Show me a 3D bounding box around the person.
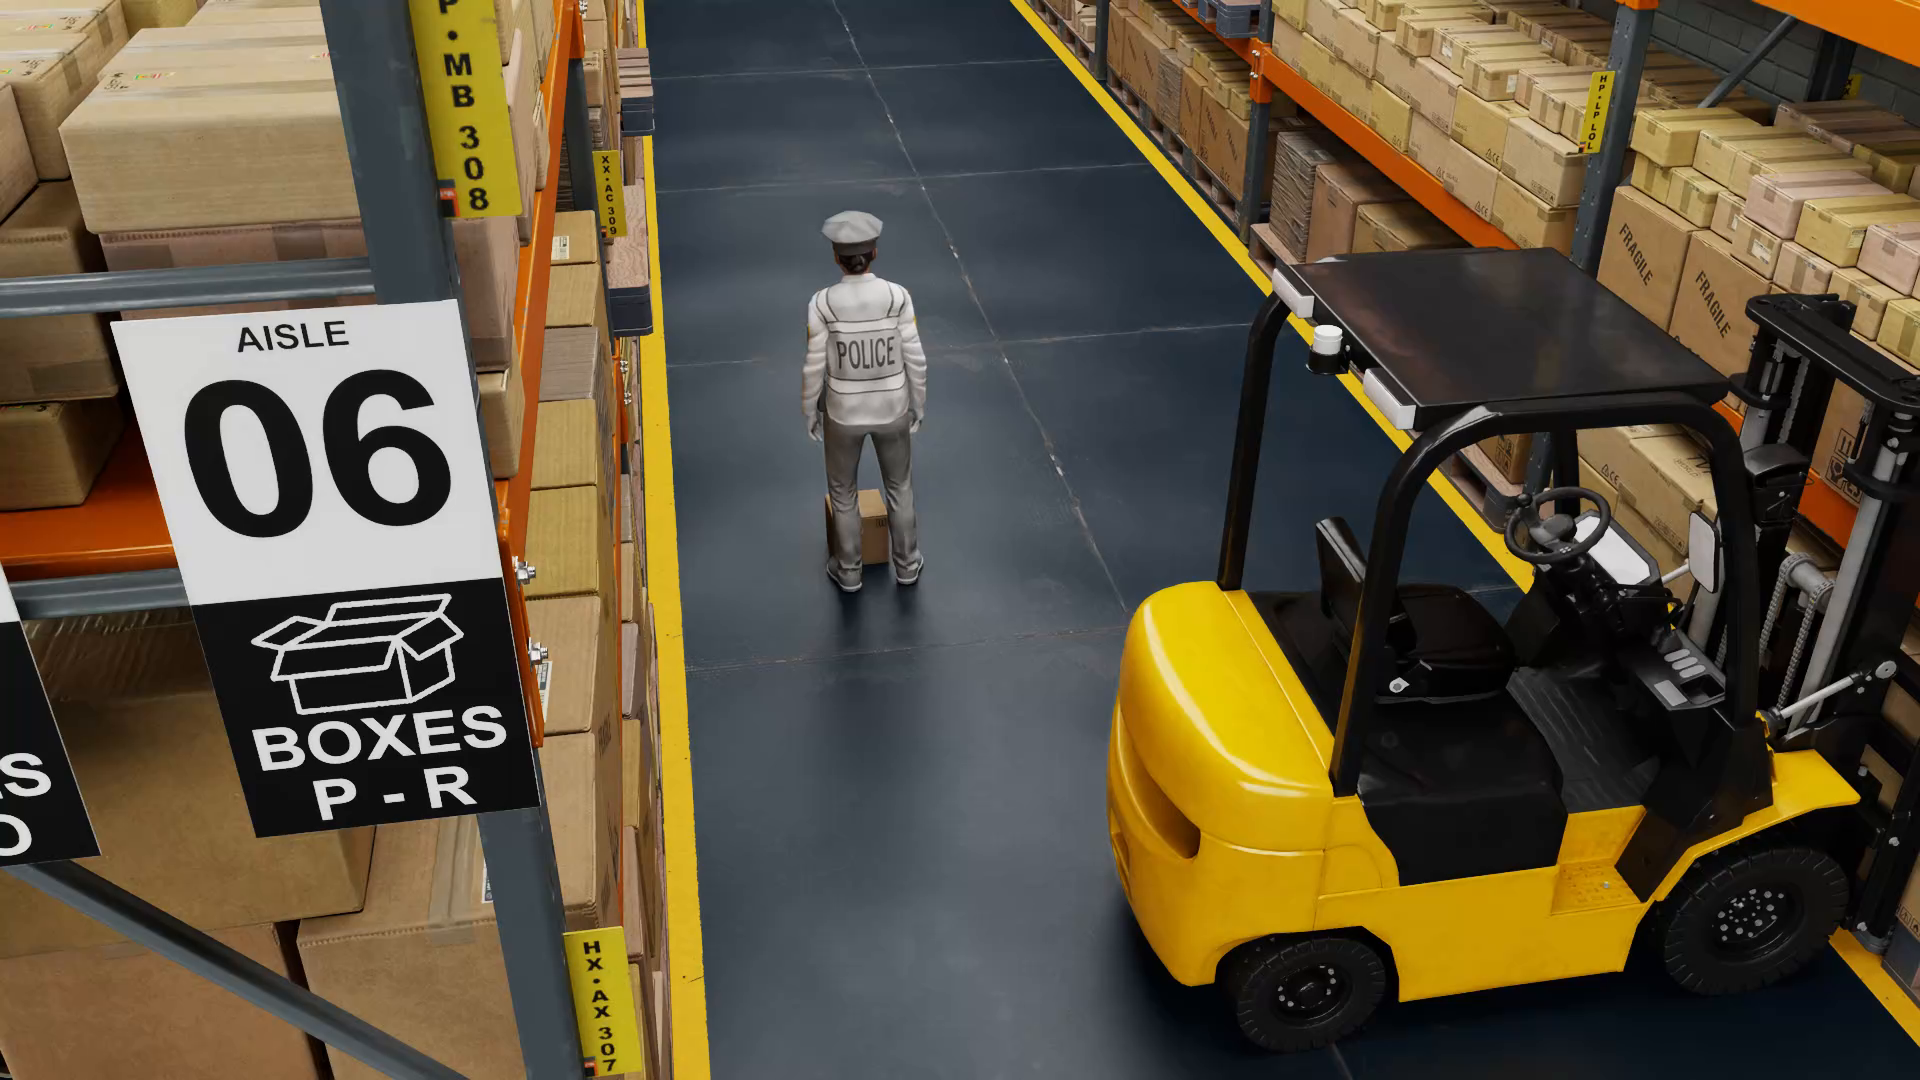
[{"bbox_3d":[-0.402,-0.542,7.036,0.529,1.662,0.372,-6,31,-9],"label":"person"}]
